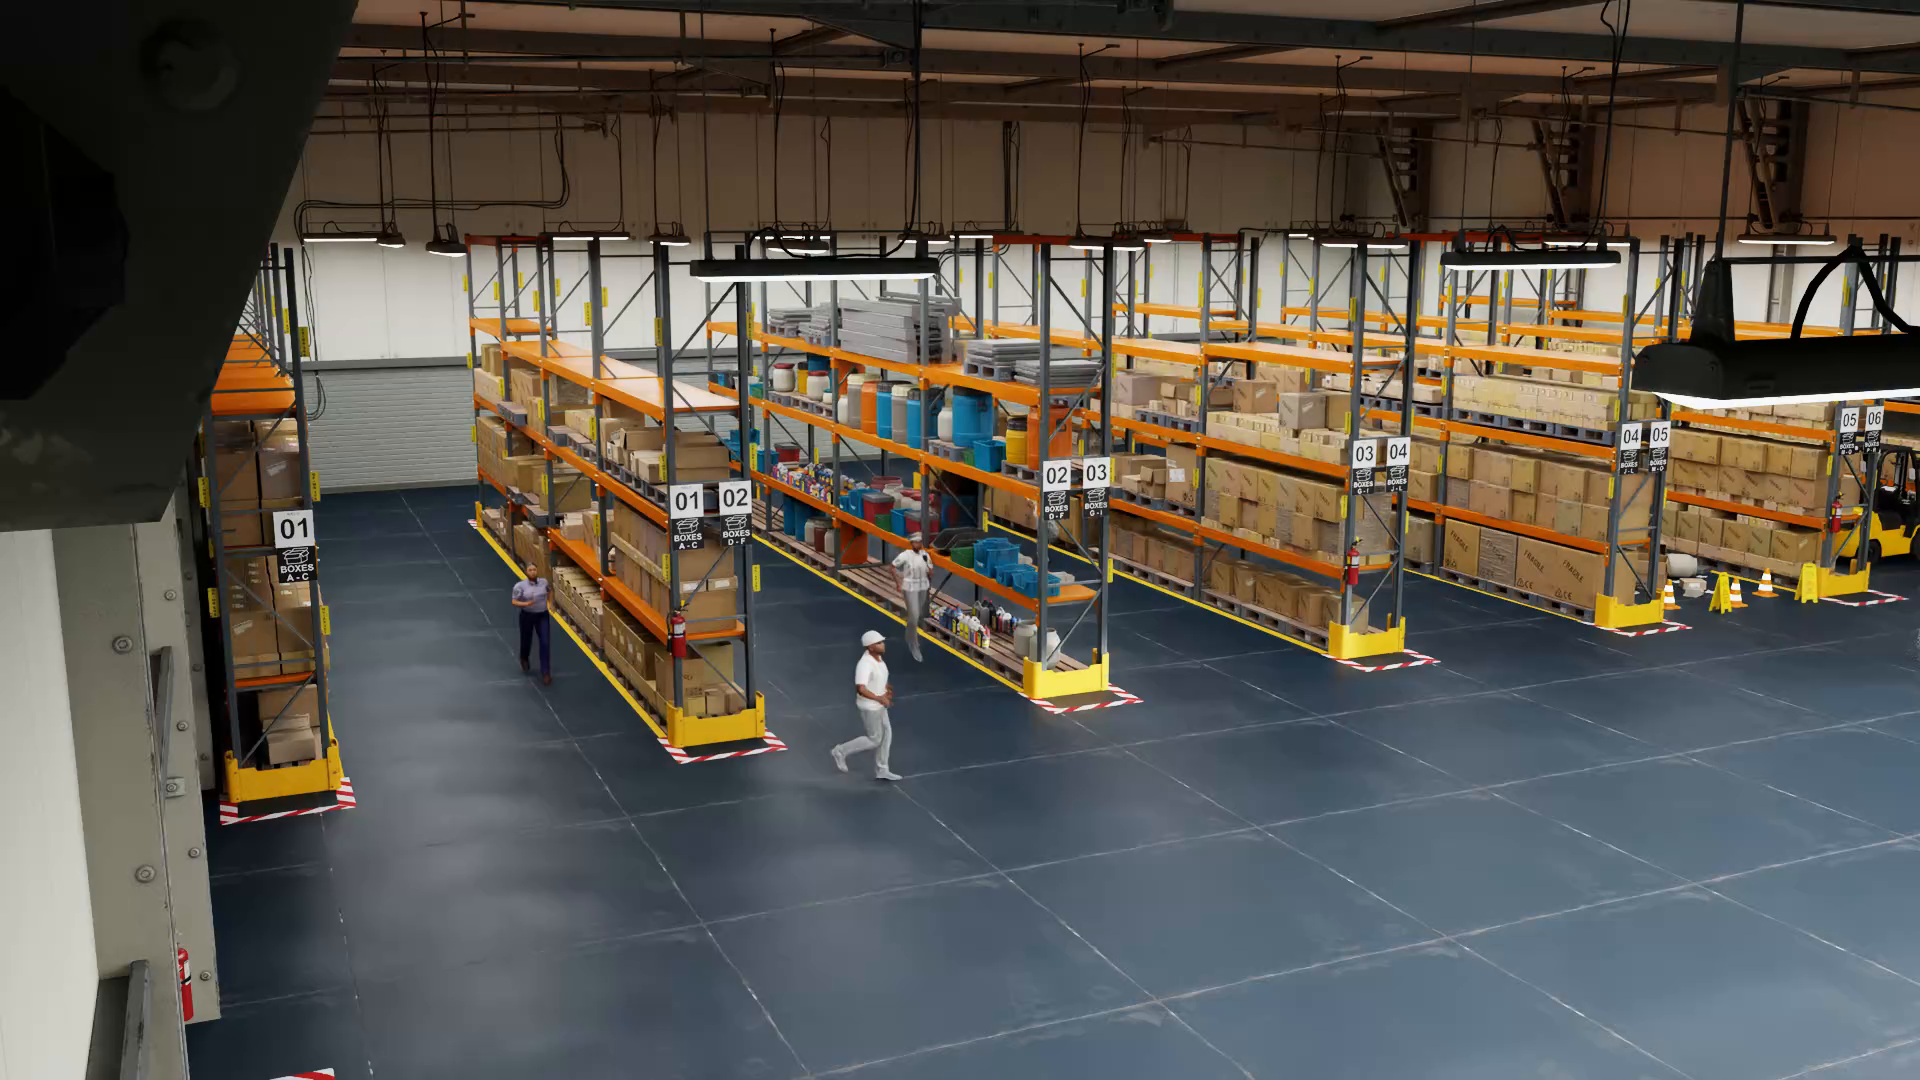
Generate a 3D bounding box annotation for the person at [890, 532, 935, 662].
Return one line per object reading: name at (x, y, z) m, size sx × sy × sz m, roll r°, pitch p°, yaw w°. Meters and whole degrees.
person at (-0.621, 0.768, 23.325) m, size 0.543 × 1.813 × 0.723 m, roll -8°, pitch 13°, yaw -35°

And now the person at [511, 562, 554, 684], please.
person at (-5.893, 1.105, 23.027) m, size 0.607 × 1.632 × 0.941 m, roll -5°, pitch 12°, yaw -24°

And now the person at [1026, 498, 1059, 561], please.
person at (1.577, -0.452, 30.884) m, size 0.675 × 1.735 × 0.610 m, roll -6°, pitch 13°, yaw -29°

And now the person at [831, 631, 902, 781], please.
person at (-1.055, 1.880, 18.931) m, size 0.793 × 1.755 × 0.706 m, roll 1°, pitch 11°, yaw 8°
